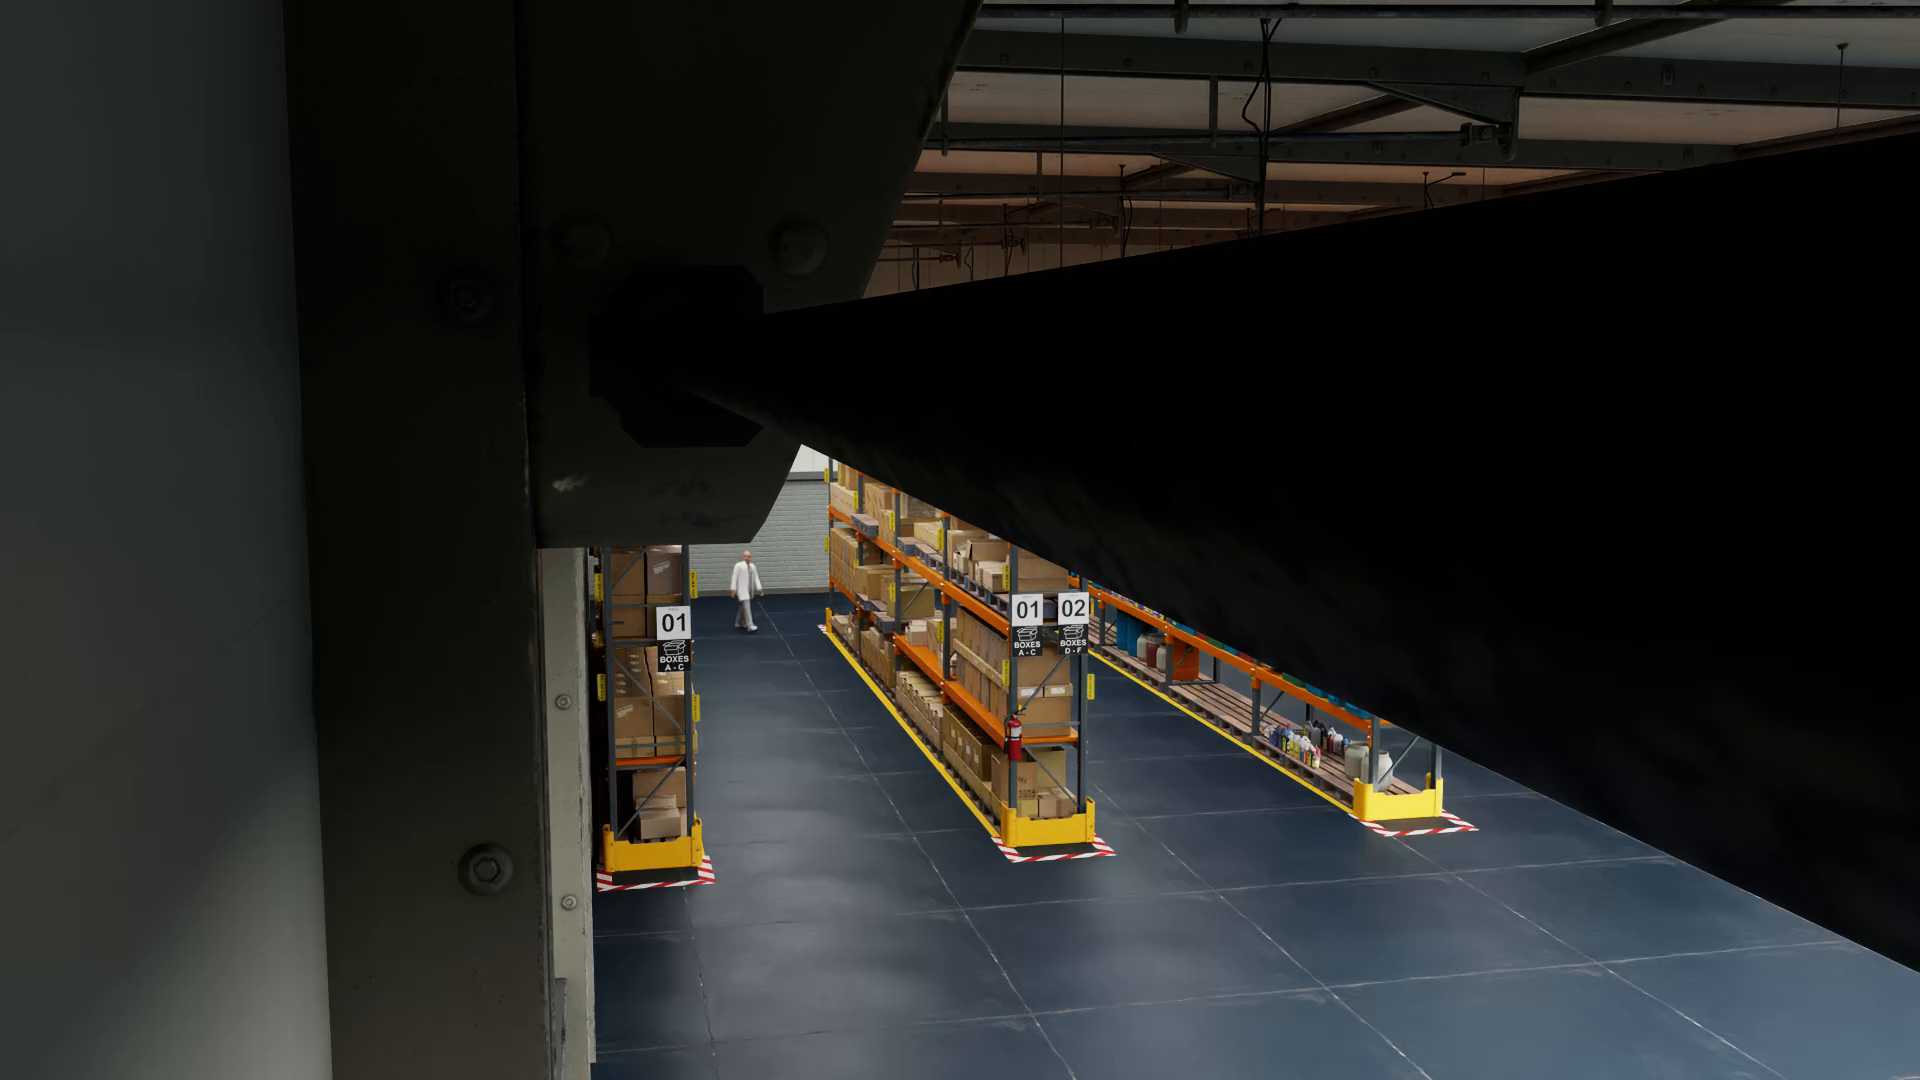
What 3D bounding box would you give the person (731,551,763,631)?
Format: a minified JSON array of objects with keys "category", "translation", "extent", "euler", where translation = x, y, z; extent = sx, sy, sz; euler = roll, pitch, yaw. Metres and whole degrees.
[{"category":"person","translation":[-4.664,1.115,36.586],"extent":[0.932,1.740,0.659],"euler":[4,8,31]}]
